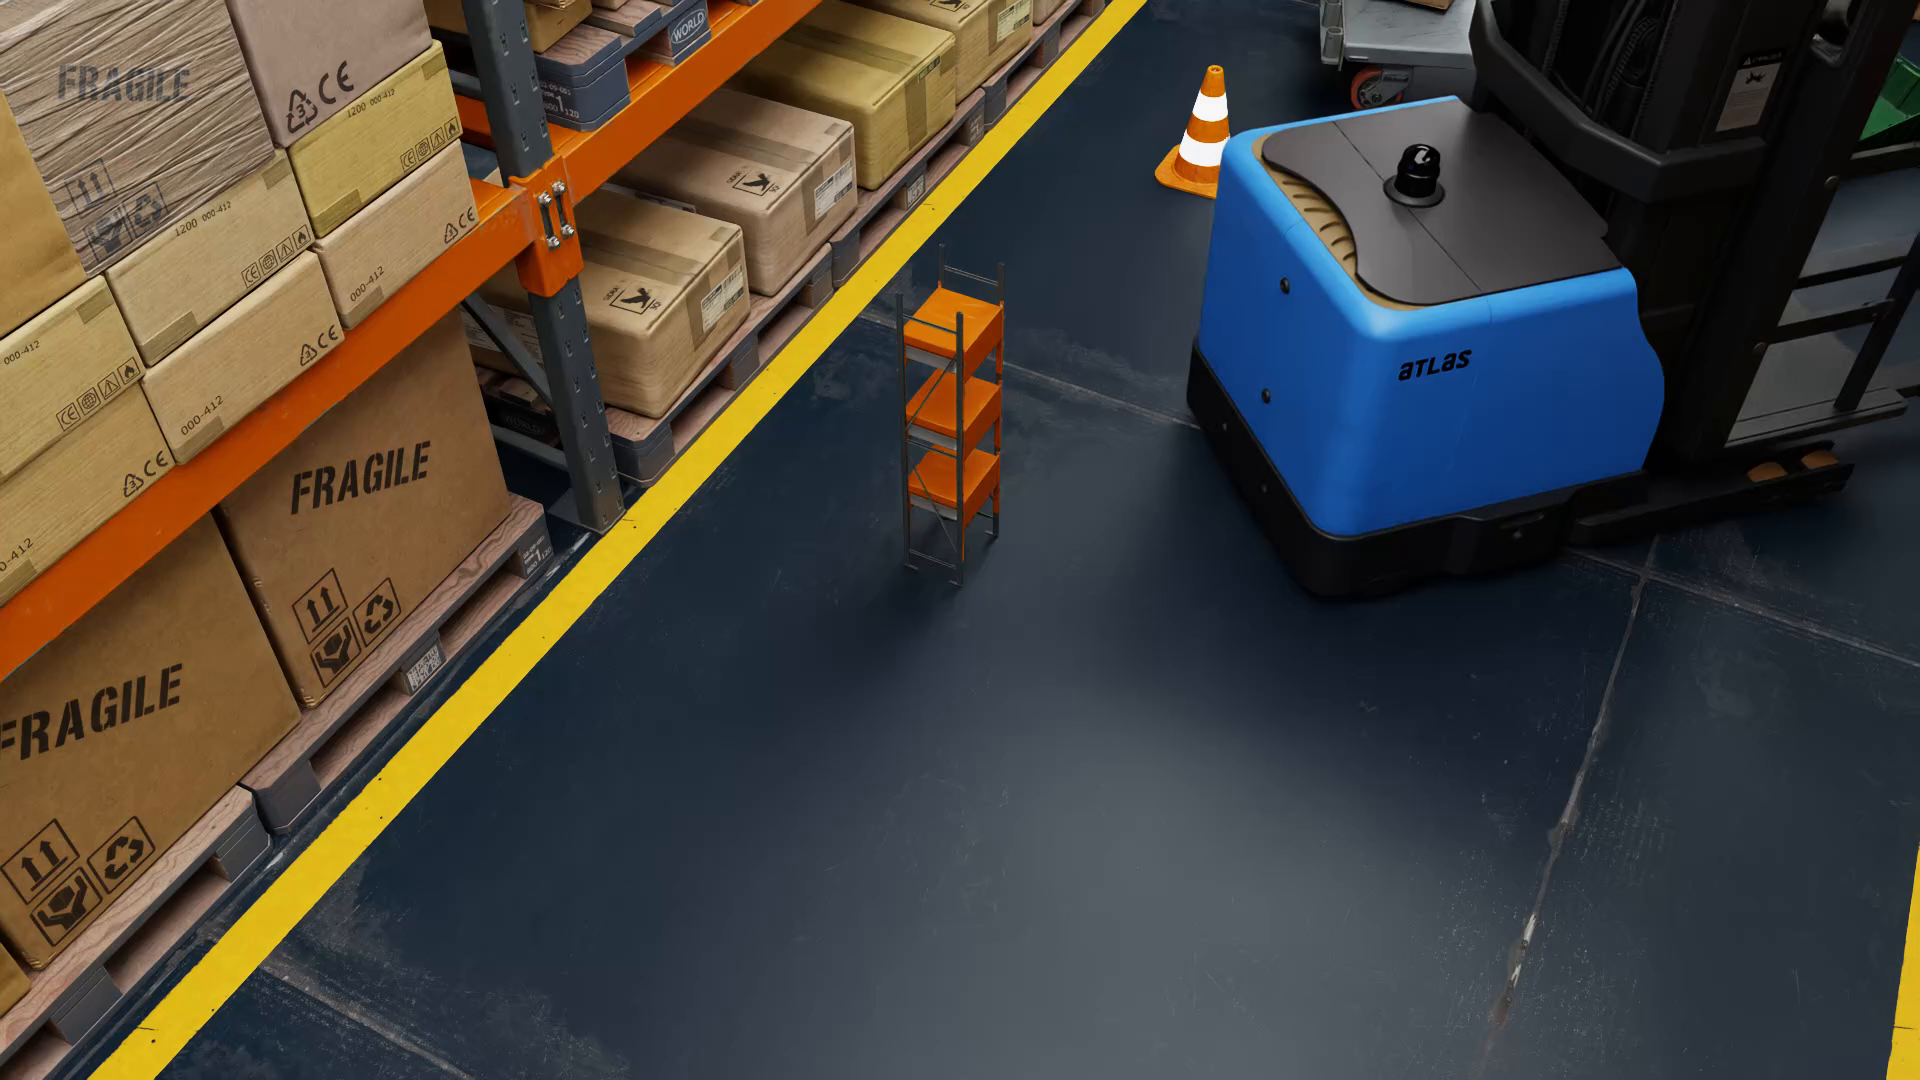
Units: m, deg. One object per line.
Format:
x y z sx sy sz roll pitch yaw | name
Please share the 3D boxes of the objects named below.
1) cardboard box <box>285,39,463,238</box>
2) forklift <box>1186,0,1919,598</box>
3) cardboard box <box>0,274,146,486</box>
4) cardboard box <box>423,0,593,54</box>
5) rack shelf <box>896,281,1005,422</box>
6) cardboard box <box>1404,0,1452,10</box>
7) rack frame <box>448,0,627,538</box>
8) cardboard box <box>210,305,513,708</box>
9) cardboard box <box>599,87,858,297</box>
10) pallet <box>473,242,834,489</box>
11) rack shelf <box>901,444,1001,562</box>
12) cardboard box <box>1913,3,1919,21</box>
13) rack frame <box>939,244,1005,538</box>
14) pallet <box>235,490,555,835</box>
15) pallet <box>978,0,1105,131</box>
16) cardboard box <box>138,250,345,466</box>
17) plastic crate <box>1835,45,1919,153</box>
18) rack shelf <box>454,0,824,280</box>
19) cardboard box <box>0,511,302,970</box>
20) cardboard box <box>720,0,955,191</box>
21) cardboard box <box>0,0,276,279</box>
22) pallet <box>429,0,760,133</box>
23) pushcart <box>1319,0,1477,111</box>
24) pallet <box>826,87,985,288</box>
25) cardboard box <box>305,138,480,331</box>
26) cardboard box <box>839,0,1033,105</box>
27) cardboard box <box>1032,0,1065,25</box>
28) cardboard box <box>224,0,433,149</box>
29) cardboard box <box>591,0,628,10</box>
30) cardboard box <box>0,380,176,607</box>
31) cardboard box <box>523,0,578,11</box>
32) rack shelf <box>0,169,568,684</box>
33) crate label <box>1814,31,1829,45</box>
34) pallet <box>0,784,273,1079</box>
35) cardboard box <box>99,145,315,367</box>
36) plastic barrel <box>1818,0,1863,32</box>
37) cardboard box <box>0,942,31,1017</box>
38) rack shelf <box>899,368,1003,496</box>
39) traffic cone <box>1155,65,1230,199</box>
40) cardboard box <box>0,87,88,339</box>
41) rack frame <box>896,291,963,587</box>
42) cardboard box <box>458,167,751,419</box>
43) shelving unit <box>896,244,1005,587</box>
-1.541 -1.000 3.884 0.500 0.250 0.500 20 49 19 | cardboard box
2.339 -1.466 4.638 3.031 2.935 1.130 -12 47 -12 | forklift
-1.995 -0.347 3.238 0.500 0.250 0.500 19 48 18 | cardboard box
-1.225 -1.469 4.474 0.380 0.149 0.250 18 48 17 | cardboard box
-0.025 -0.527 4.649 0.215 0.259 0.240 20 49 19 | rack shelf
1.907 -2.605 6.940 0.500 0.500 0.500 20 49 19 | cardboard box
-1.541 -1.266 4.392 1.000 3.000 0.127 20 49 19 | rack frame
-1.935 -0.259 4.596 0.875 0.875 0.875 20 49 19 | cardboard box
-0.934 -1.310 5.988 0.950 0.372 0.625 20 49 18 | cardboard box
-1.177 -0.778 5.870 1.003 0.211 1.213 20 49 19 | pallet
-0.025 -0.133 5.048 0.215 0.259 0.240 20 49 19 | rack shelf
4.559 -2.654 7.520 0.500 0.500 0.500 29 52 25 | cardboard box
0.032 -0.412 4.919 0.200 1.050 0.008 20 49 19 | rack frame
-1.973 0.186 4.918 1.003 0.211 1.213 20 49 19 | pallet
-0.044 -2.315 7.389 1.003 0.211 1.213 20 49 19 | pallet
-1.769 -0.482 3.723 0.500 0.250 0.500 21 49 20 | cardboard box
3.668 -1.789 6.846 0.662 0.188 0.450 -24 60 -22 | plastic crate
-0.612 -2.273 5.894 1.077 0.370 4.000 20 49 19 | rack shelf
-2.353 0.301 4.042 0.875 0.875 0.875 21 49 20 | cardboard box
-0.577 -1.786 6.459 0.950 0.372 0.625 22 49 20 | cardboard box
-1.780 -0.915 3.272 0.500 0.500 0.500 21 49 20 | cardboard box
-1.304 -1.683 4.939 1.213 0.211 1.003 20 49 19 | pallet
2.359 -2.143 7.103 1.648 0.377 0.936 5 46 5 | pushcart
-0.609 -1.543 6.627 1.003 0.211 1.213 20 49 19 | pallet
-1.546 -0.809 4.046 0.500 0.250 0.500 19 48 18 | cardboard box
-0.256 -2.225 6.892 0.950 0.372 0.625 23 50 21 | cardboard box
0.075 -2.679 7.341 0.950 0.372 0.625 21 49 20 | cardboard box
-1.549 -1.241 3.594 0.500 0.500 0.500 19 48 18 | cardboard box
-1.064 -1.636 4.639 0.380 0.149 0.250 18 48 17 | cardboard box
-2.017 -0.170 3.415 0.500 0.250 0.500 20 49 19 | cardboard box
-1.127 -1.761 4.306 0.500 0.500 0.500 19 48 18 | cardboard box
-2.469 0.247 3.403 1.077 0.370 4.000 20 49 19 | rack shelf
3.639 -2.159 7.288 0.298 0.136 0.250 -9 46 -9 | crate label
-2.541 0.951 4.161 1.003 0.211 1.213 20 49 19 | pallet
-1.775 -0.676 3.563 0.500 0.250 0.500 19 48 18 | cardboard box
3.915 -2.531 7.454 0.421 0.421 0.512 -16 48 -15 | plastic barrel
-2.768 0.864 3.485 0.875 0.875 0.875 22 49 20 | cardboard box
-0.025 -0.328 4.851 0.215 0.259 0.240 20 49 19 | rack shelf
0.980 -1.651 6.556 0.336 0.463 0.334 20 49 19 | traffic cone
-2.016 -0.604 2.965 0.500 0.500 0.500 20 49 19 | cardboard box
-0.081 -0.258 4.767 0.200 1.050 0.008 20 49 19 | rack frame
-1.270 -0.843 5.526 0.950 0.372 0.625 17 48 16 | cardboard box
-0.025 -0.335 4.843 0.215 1.050 0.252 20 49 19 | shelving unit
